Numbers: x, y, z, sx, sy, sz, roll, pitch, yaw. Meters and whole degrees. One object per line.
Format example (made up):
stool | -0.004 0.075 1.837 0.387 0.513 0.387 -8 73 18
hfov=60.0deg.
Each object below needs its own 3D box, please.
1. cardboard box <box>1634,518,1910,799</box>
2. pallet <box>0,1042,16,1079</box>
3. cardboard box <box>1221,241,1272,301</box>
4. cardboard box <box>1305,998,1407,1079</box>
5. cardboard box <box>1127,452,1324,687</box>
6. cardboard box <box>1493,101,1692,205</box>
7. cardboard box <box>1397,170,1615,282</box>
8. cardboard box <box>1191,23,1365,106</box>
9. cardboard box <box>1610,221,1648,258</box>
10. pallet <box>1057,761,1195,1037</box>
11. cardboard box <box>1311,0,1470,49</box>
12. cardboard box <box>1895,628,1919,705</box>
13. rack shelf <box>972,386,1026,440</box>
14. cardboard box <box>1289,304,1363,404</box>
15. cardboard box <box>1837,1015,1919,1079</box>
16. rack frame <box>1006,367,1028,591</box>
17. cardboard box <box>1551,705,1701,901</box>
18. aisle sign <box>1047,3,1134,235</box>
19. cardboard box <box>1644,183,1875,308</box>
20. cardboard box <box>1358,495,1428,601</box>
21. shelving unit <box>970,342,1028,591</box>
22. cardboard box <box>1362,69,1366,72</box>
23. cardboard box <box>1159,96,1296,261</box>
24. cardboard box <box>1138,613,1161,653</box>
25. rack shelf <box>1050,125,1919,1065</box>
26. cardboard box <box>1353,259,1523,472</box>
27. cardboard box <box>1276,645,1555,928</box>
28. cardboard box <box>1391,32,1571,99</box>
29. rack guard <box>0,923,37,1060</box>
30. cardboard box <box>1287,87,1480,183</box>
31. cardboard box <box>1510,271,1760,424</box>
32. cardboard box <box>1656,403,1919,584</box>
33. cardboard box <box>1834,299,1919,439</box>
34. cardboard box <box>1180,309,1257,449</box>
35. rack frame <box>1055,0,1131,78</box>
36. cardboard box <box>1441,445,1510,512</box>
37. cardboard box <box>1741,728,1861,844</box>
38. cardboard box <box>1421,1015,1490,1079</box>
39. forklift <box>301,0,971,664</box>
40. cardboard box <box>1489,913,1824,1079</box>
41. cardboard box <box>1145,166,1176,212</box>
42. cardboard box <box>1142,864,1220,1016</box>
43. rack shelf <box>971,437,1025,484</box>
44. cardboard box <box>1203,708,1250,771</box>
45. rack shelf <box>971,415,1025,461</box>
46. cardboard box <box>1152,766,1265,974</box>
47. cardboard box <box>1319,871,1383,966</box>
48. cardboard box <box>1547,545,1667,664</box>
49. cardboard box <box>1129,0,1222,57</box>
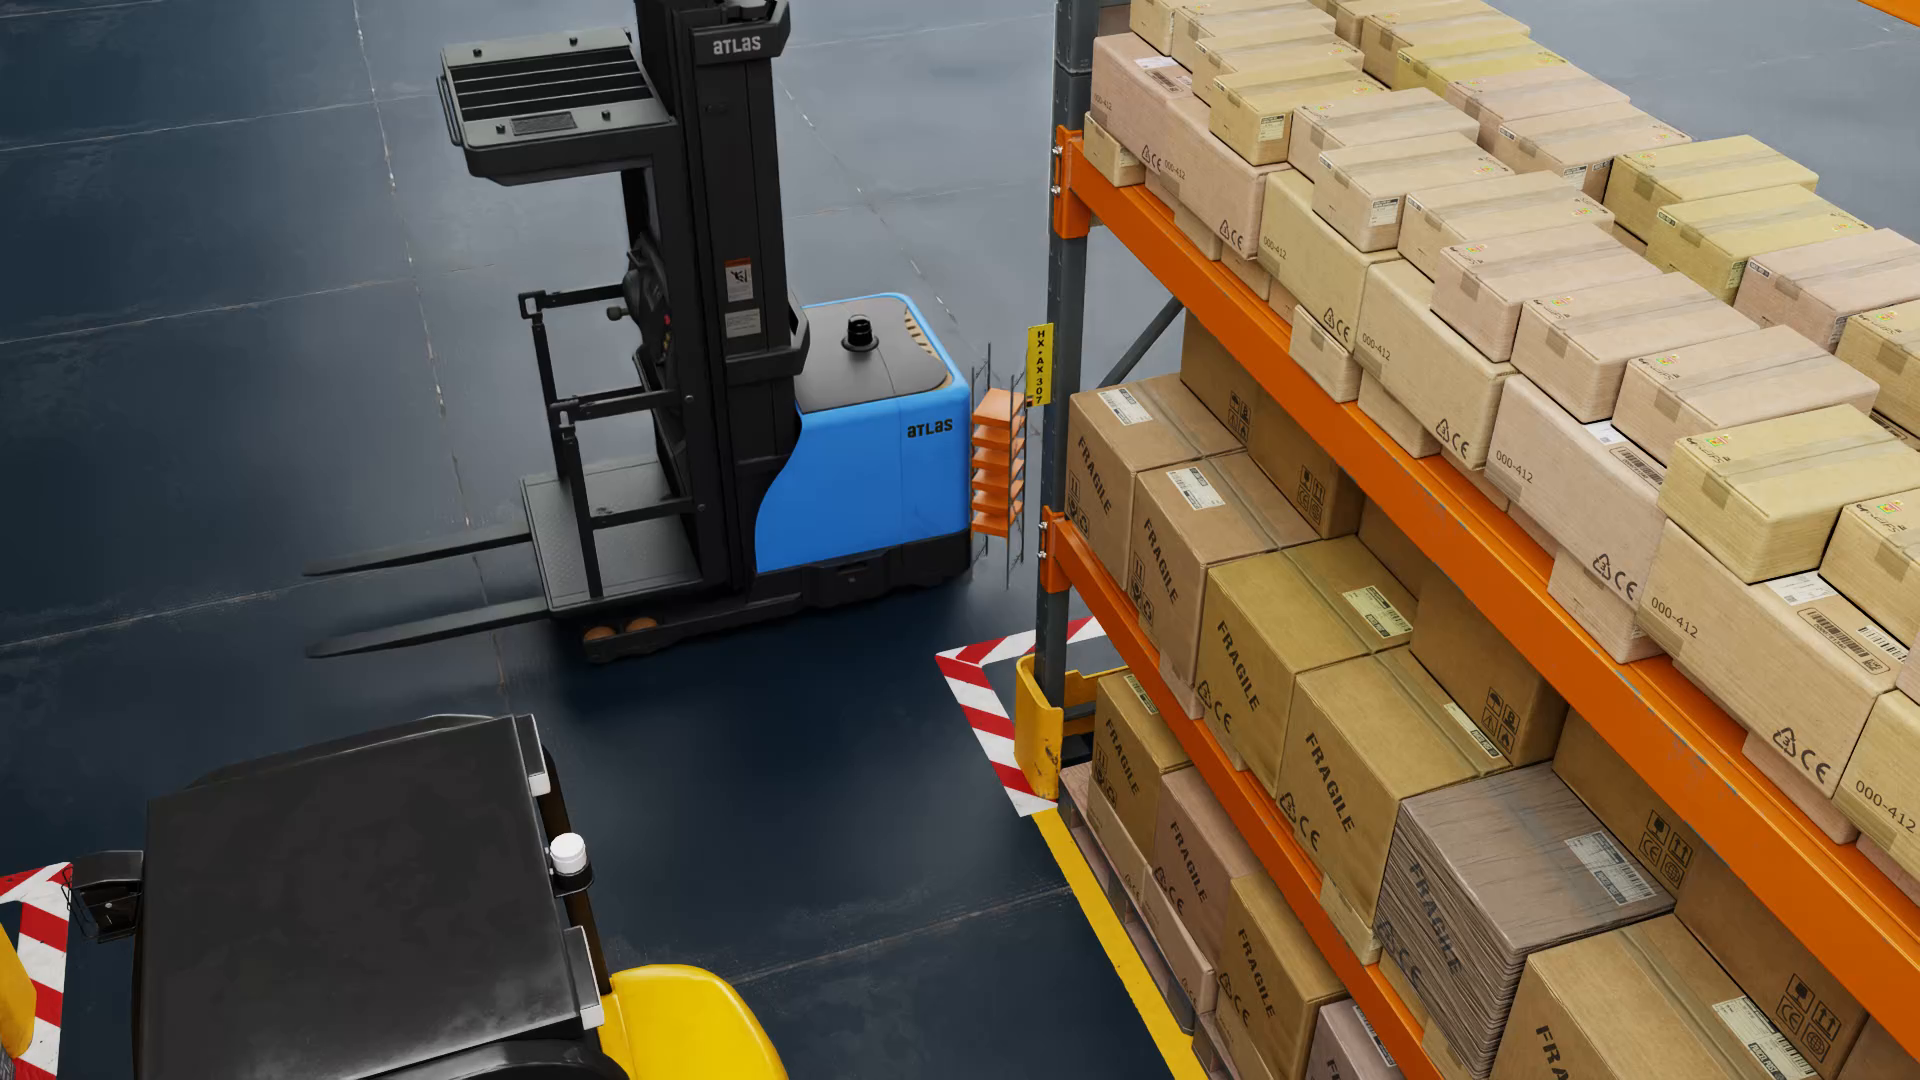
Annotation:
cardboard box | 1.589 0.144 2.950 0.500 0.250 0.500 -13 39 -17
pallet | -3.564 2.187 5.171 1.003 0.211 1.213 -12 39 -16
cardboard box | 0.943 -0.802 4.537 0.380 0.149 0.250 -13 39 -16
cardboard box | 1.360 1.657 4.870 0.500 0.500 0.500 -10 38 -14
cardboard box | 0.876 0.078 5.322 0.500 0.500 0.500 -11 38 -15
cardboard box | 1.525 -0.925 4.038 0.380 0.149 0.250 -14 39 -17
cardboard box | 1.217 -0.687 3.722 0.380 0.149 0.250 -12 39 -15
cardboard box | 0.853 -1.260 4.483 0.380 0.149 0.250 -12 39 -16
cardboard box | 1.752 -0.542 3.861 0.500 0.250 0.500 -12 39 -16
pallet | 1.065 1.243 6.424 1.003 0.211 1.213 -12 39 -16
cardboard box | 1.239 -1.513 4.818 0.380 0.149 0.250 -12 39 -15
cardboard box | 1.693 0.199 2.546 0.380 0.149 0.250 -13 39 -17
rack shelf | 0.180 -0.573 7.489 0.180 0.103 0.258 13 39 16
cardboard box | 1.050 -0.494 4.128 0.380 0.149 0.250 -12 39 -15
cardboard box | 2.221 1.028 3.230 0.700 0.500 0.500 -13 39 -16
rack frame | 0.265 -0.302 7.654 0.006 1.200 0.240 13 39 16
cardboard box | 1.918 0.446 4.004 0.700 0.500 0.500 -13 39 -17
aisle sign | 0.480 -1.389 5.440 0.394 0.787 0.004 -12 39 -16
cardboard box | 1.754 -0.643 3.664 0.380 0.149 0.250 -12 39 -15
cardboard box | 1.612 -0.140 4.782 0.700 0.500 0.500 -13 39 -16
shelving unit | 0.179 -0.321 7.679 0.189 1.200 0.258 13 39 16
cardboard box | 1.221 -1.404 5.005 0.500 0.250 0.500 -13 39 -17
cardboard box | 0.879 -1.011 4.484 0.500 0.250 0.500 -13 39 -17
cardboard box | 0.830 0.262 5.618 0.380 0.149 0.250 -14 39 -17
rack shelf | 1.481 -0.161 4.075 1.077 0.370 4.000 -12 39 -16
cardboard box | 1.238 -0.431 3.713 0.500 0.250 0.500 -12 39 -15
cardboard box | 1.235 0.652 4.562 0.500 0.500 0.500 -13 39 -17
cardboard box | 1.382 -1.218 4.427 0.380 0.149 0.250 -12 39 -16
rack guard | -3.875 1.635 5.664 1.175 0.500 0.348 -12 39 -16
cardboard box | 1.044 -0.983 4.115 0.380 0.149 0.250 -13 39 -16
cardboard box | 1.345 -0.389 3.327 0.380 0.149 0.250 -12 39 -15
cardboard box | 1.475 -0.086 2.924 0.380 0.149 0.250 -11 38 -15
cardboard box | 1.969 -0.358 3.284 0.380 0.149 0.250 -14 39 -17
cardboard box | 1.173 -0.695 5.518 0.700 0.500 0.500 -13 39 -17
rack frame | 0.792 -2.776 4.456 1.000 3.000 0.127 -12 39 -16
cardboard box | 1.331 -0.226 3.773 0.380 0.149 0.250 -13 39 -16
cardboard box | 1.659 0.367 2.986 0.380 0.149 0.250 -12 39 -15
cardboard box | 1.419 1.288 4.255 0.380 0.149 0.250 -13 39 -17
forklift | -1.512 -0.972 7.104 3.031 2.935 1.130 -12 39 -15
cardboard box | 1.599 1.232 3.791 0.500 0.500 0.500 -11 38 -14
cardboard box | 0.776 -1.093 4.924 0.380 0.149 0.250 -14 39 -17
cardboard box | 0.979 1.354 5.896 0.500 0.250 0.500 -11 38 -14
rack shelf | 0.179 -0.382 7.633 0.180 0.103 0.258 13 39 16
cardboard box | 0.995 0.554 5.231 0.380 0.149 0.250 -11 38 -15
rack shelf | 0.180 -0.478 7.561 0.180 0.103 0.258 13 39 16
cardboard box | 1.003 1.072 5.647 0.500 0.500 0.500 -14 39 -18
cardboard box | 1.237 1.000 4.638 0.380 0.149 0.250 -12 39 -16
cardboard box | 1.433 0.083 3.363 0.380 0.149 0.250 -11 38 -15
cardboard box | 0.723 -1.553 4.872 0.380 0.149 0.250 -13 39 -16
